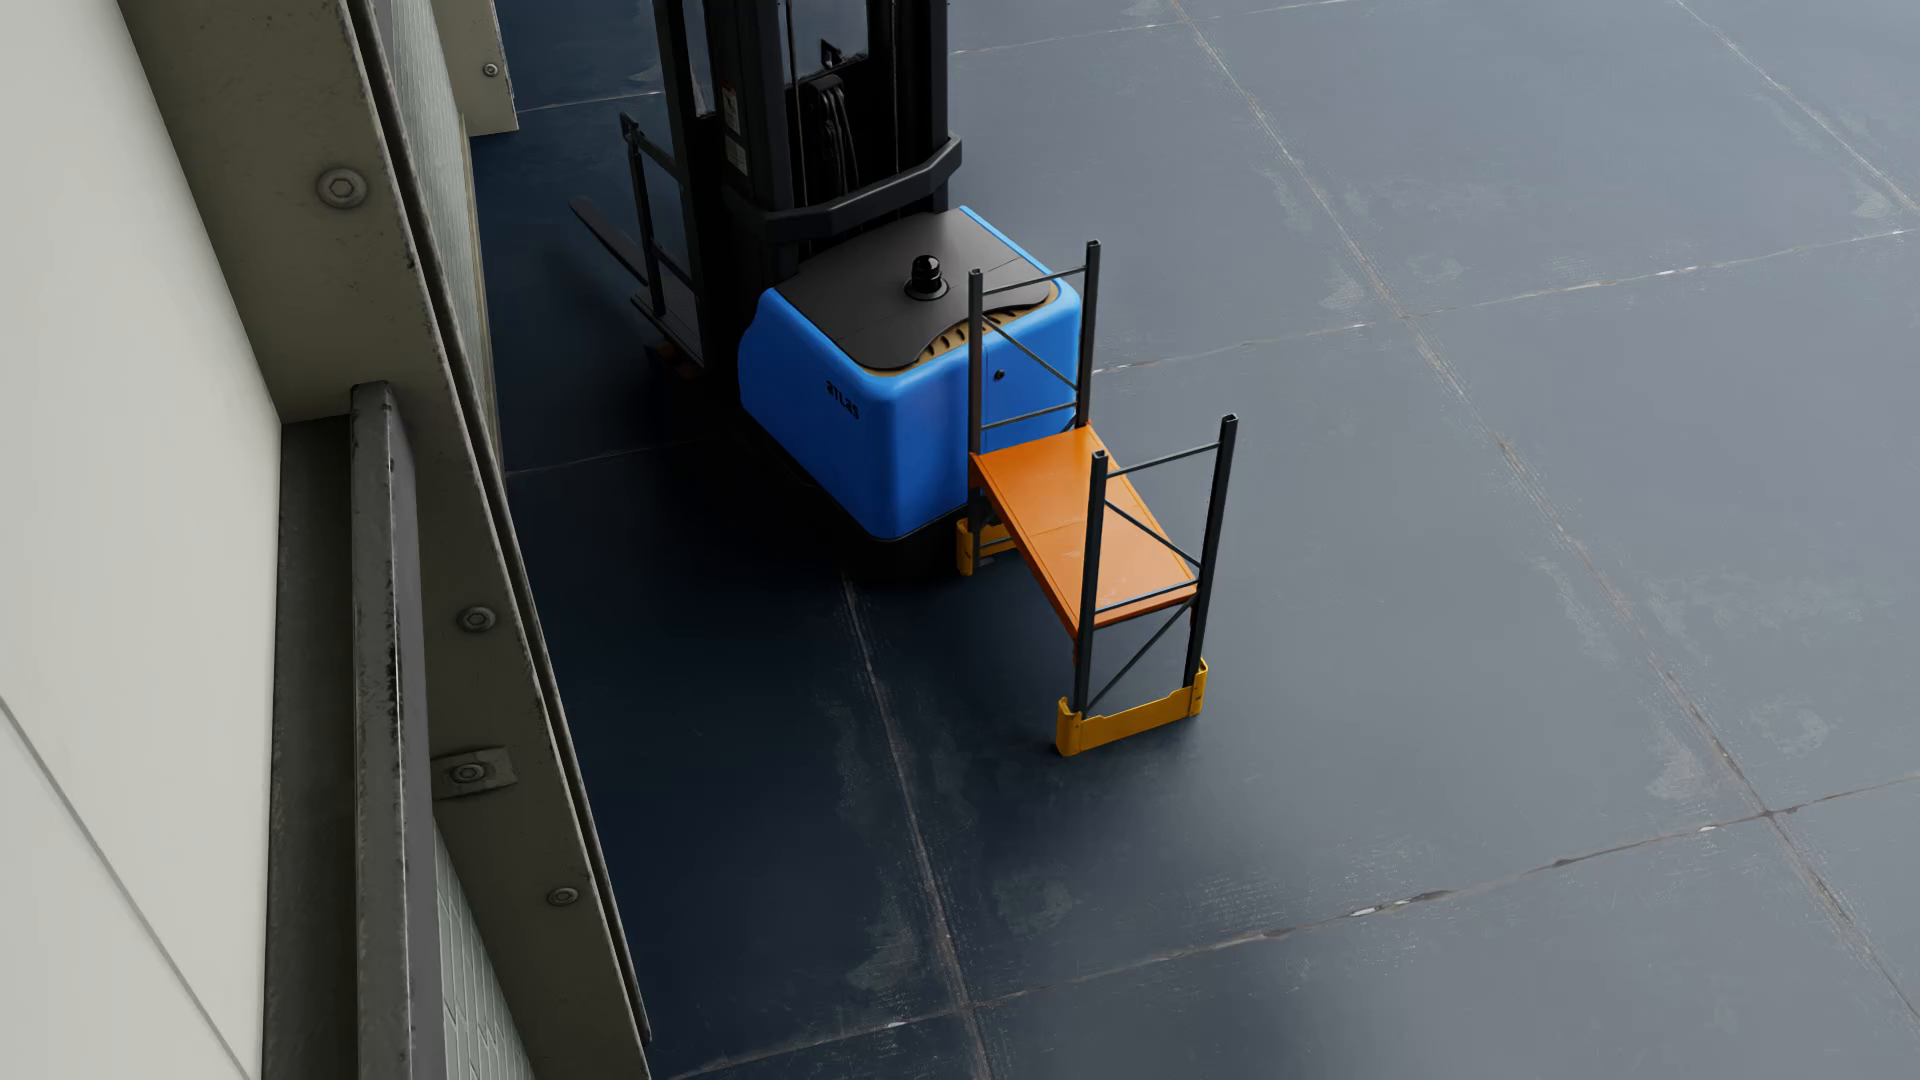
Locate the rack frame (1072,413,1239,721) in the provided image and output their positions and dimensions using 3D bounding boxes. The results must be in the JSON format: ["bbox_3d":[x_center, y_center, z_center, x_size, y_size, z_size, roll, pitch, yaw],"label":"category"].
[{"bbox_3d":[0.648,0.196,5.758,0.500,1.500,0.032,-16,48,-15],"label":"rack frame"}]

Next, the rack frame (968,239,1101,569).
[{"bbox_3d":[0.268,-0.477,6.418,0.500,1.500,0.032,-16,48,-15],"label":"rack frame"}]

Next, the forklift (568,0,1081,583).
[{"bbox_3d":[-0.798,-1.860,6.771,1.130,2.935,3.031,-28,52,-25],"label":"forklift"}]

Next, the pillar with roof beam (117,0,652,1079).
[{"bbox_3d":[3.048,-2.180,2.836,9.100,9.000,0.400,-11,47,-10],"label":"pillar with roof beam"}]

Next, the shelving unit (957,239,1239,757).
[{"bbox_3d":[0.454,-0.146,6.094,0.587,1.500,1.083,-16,48,-15],"label":"shelving unit"}]

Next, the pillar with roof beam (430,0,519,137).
[{"bbox_3d":[1.512,-6.322,6.896,9.100,9.000,0.400,-11,47,-10],"label":"pillar with roof beam"}]

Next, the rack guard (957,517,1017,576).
[{"bbox_3d":[0.268,-0.039,6.864,0.587,0.250,0.087,-16,48,-15],"label":"rack guard"}]

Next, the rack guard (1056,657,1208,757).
[{"bbox_3d":[0.641,0.621,6.217,0.587,0.250,0.087,-16,48,-15],"label":"rack guard"}]

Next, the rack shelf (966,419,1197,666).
[{"bbox_3d":[0.458,-0.015,6.217,0.538,0.185,1.000,-16,48,-15],"label":"rack shelf"}]
